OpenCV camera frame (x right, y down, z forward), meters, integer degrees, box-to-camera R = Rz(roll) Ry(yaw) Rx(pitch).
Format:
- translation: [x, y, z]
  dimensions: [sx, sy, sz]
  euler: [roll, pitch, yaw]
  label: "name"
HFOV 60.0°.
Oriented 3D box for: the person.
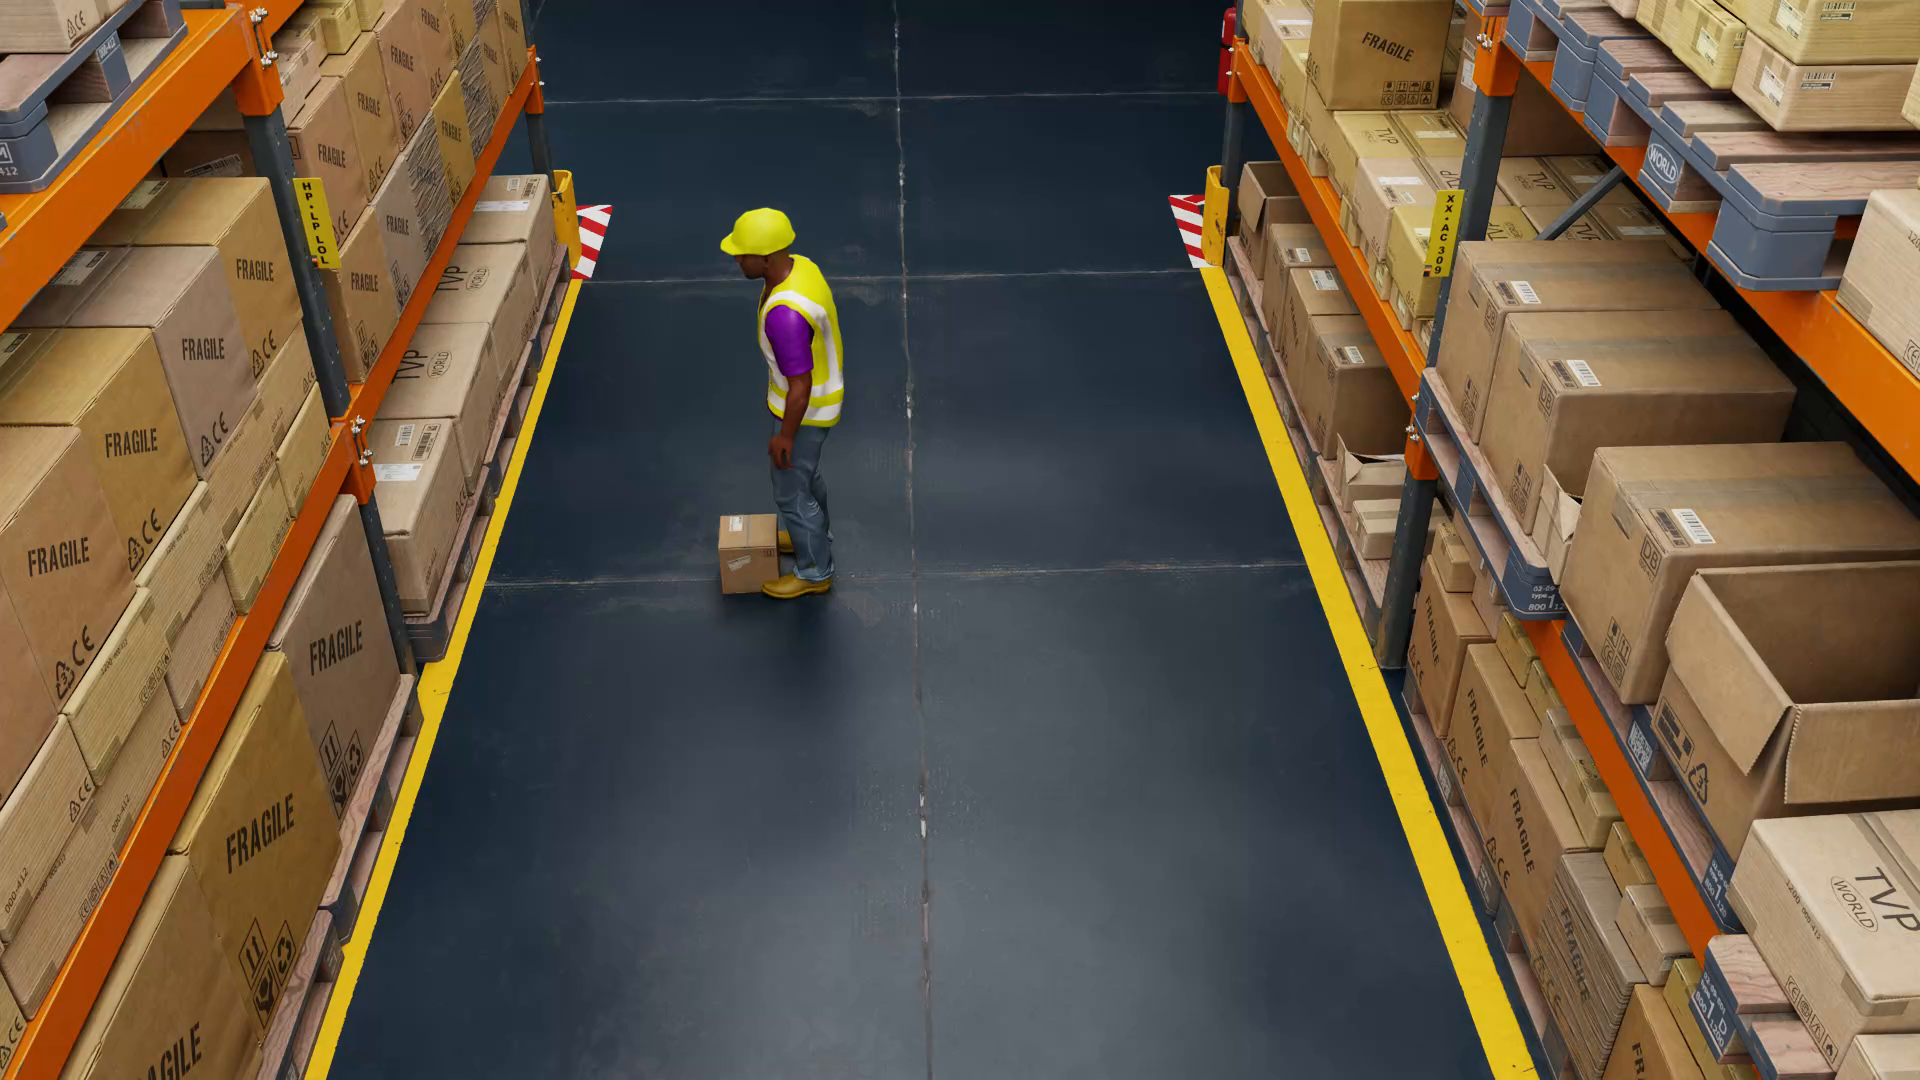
- translation: [-0.706, -0.570, 6.942]
  dimensions: [0.459, 1.761, 0.626]
  euler: [-2, 35, -2]
  label: "person"
